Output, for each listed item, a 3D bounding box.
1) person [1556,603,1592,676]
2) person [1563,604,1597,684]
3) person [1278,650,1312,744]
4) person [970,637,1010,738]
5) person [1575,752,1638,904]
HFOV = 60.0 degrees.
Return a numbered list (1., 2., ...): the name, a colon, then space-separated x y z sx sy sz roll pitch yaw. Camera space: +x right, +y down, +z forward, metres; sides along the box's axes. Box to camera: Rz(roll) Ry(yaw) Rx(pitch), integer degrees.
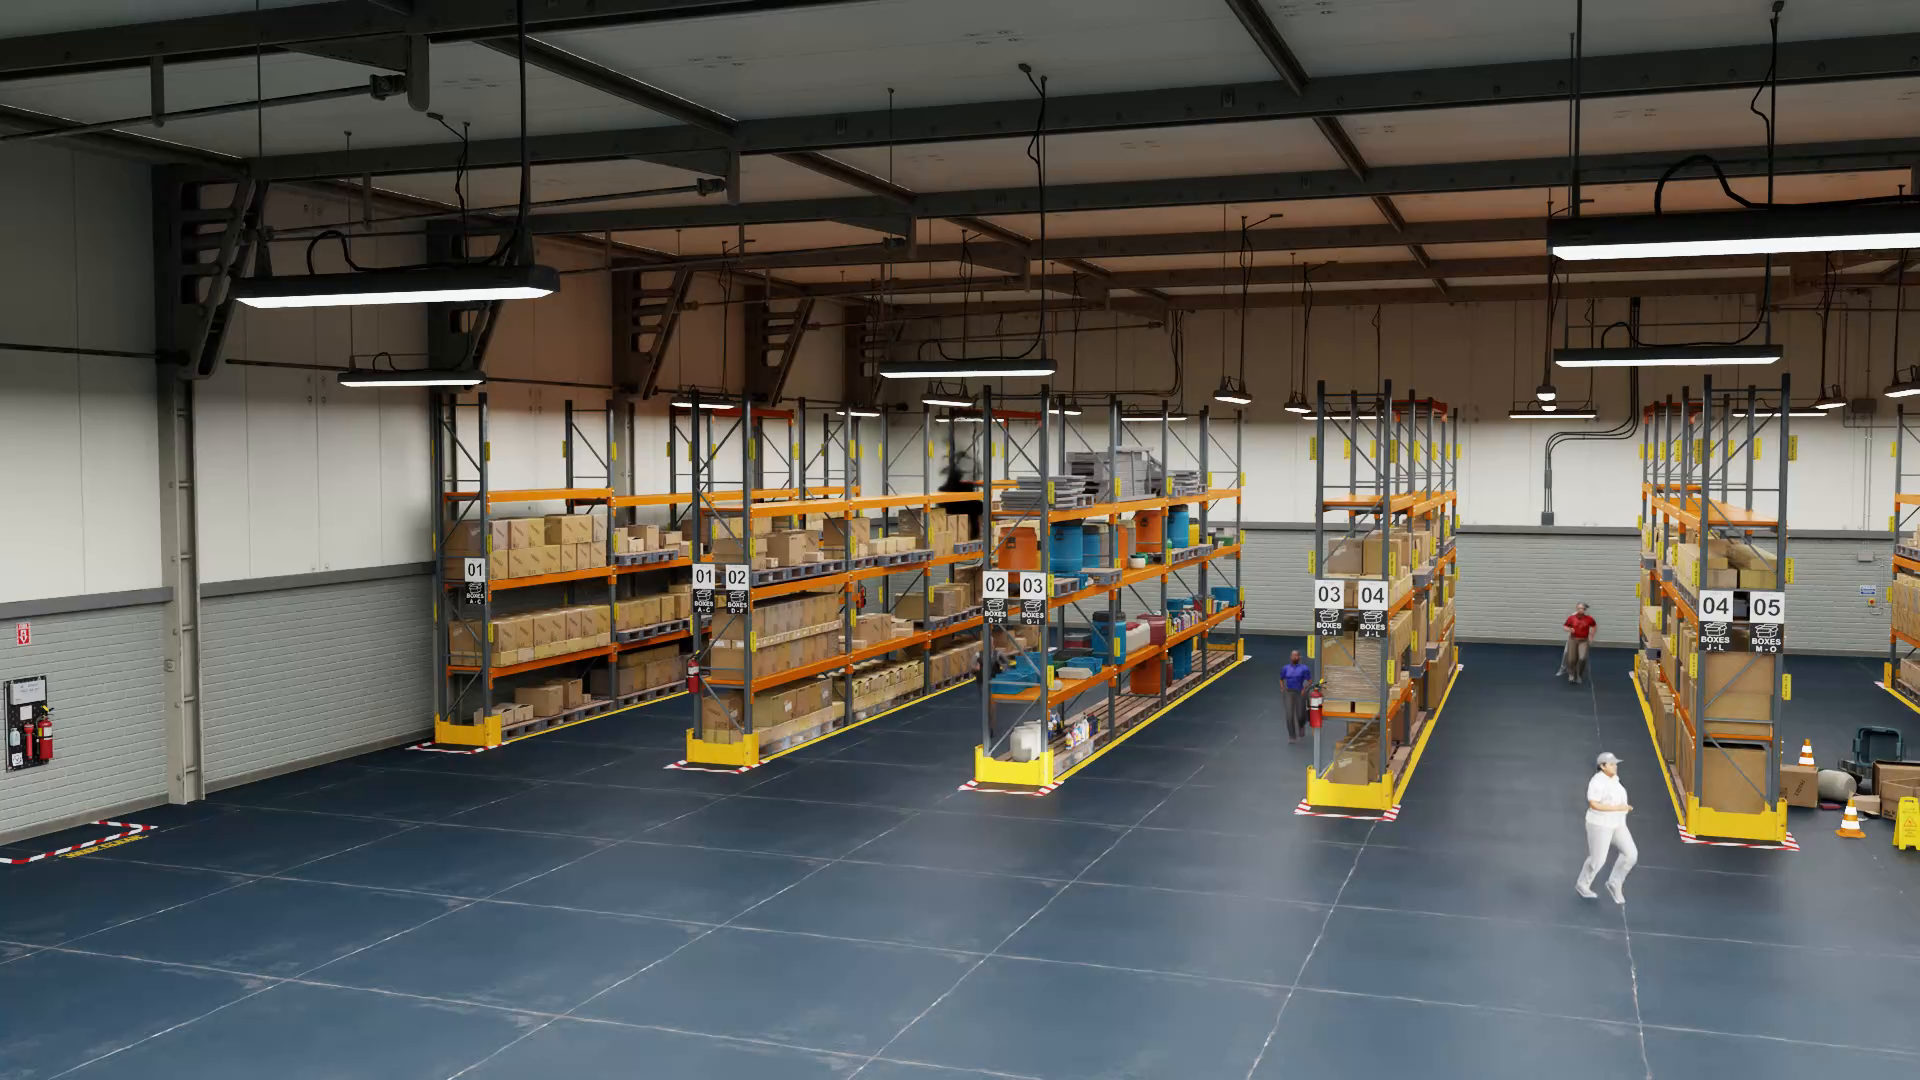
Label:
1. person: 13.791 2.223 37.195 0.751 1.671 0.746 2 4 30
2. person: 13.356 2.256 35.864 0.670 1.753 0.744 1 3 23
3. person: 5.738 2.679 28.525 0.574 1.603 0.557 1 3 17
4. person: 0.501 2.570 29.229 0.647 1.760 0.837 1 3 18
5. person: 7.161 3.197 18.422 0.646 1.707 0.681 -2 4 -34
